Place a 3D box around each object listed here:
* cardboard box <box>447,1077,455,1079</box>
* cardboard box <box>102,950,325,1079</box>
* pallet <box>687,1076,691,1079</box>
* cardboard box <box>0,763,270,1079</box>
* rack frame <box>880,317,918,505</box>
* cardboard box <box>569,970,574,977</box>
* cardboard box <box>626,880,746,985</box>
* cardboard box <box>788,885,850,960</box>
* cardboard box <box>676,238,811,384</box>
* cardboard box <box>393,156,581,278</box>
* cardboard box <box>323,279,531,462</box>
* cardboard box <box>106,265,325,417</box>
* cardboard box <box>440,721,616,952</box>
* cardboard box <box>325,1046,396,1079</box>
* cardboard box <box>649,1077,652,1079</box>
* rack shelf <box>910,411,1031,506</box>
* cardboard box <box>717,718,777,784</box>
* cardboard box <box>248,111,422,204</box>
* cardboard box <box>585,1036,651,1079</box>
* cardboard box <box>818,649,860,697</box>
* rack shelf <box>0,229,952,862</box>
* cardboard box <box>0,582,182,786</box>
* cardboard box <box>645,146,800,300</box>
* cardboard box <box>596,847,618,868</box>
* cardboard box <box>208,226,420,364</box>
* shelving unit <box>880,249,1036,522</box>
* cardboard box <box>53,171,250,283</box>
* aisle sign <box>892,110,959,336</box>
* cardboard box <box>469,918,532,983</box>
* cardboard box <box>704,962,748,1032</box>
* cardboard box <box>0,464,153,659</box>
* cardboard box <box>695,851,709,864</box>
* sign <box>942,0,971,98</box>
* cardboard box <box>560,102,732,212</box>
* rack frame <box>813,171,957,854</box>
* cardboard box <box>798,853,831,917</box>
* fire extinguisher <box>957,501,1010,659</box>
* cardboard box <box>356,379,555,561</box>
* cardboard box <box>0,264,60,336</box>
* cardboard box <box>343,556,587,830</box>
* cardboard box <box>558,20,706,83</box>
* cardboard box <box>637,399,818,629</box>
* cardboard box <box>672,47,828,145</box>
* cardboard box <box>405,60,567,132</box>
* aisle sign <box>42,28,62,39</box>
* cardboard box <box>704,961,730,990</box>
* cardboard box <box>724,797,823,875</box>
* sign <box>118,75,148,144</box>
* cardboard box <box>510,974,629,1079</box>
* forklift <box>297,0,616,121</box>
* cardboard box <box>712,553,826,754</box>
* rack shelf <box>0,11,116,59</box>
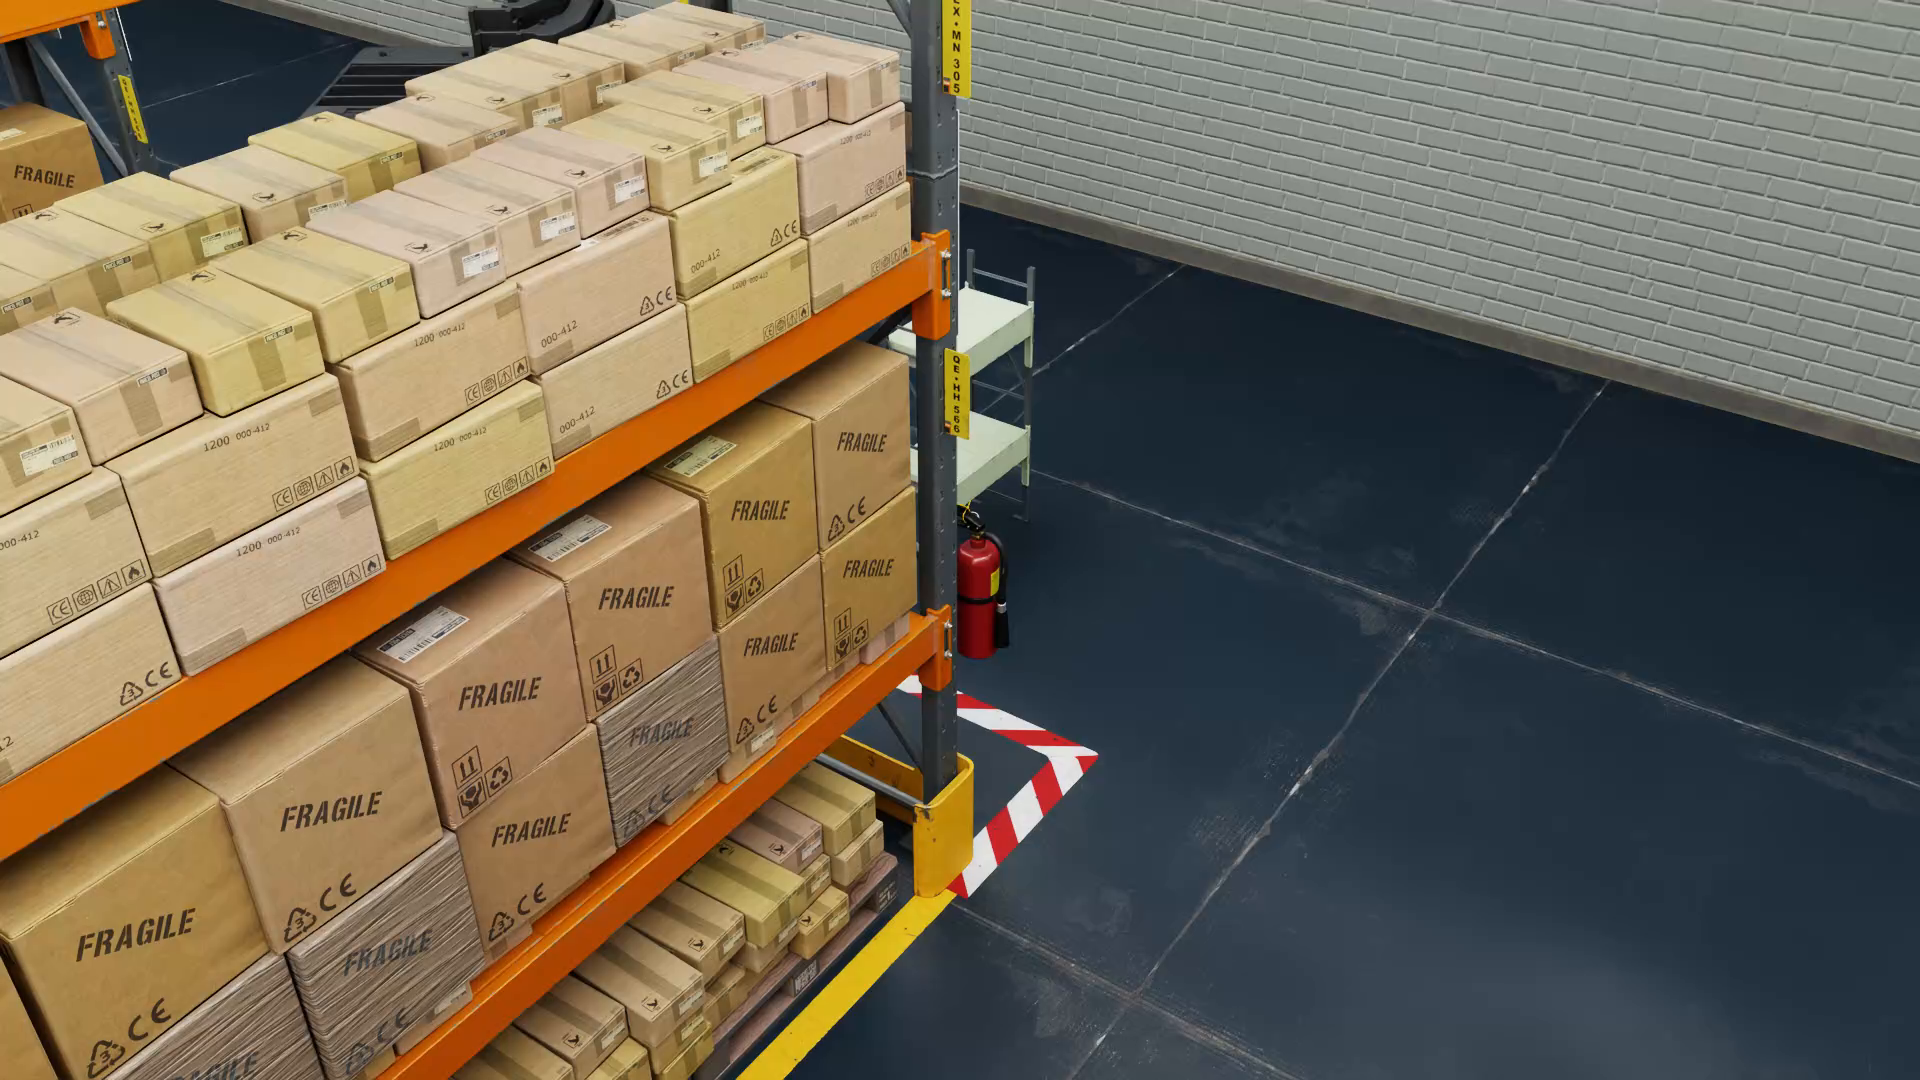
[{"bbox_3d":[-1.629,1.828,5.183,0.380,0.149,0.250,20,39,26],"label":"cardboard box"},{"bbox_3d":[-1.969,1.228,4.077,0.500,0.500,0.500,21,39,28],"label":"cardboard box"},{"bbox_3d":[-1.686,2.041,5.719,1.003,0.211,1.213,21,39,28],"label":"pallet"},{"bbox_3d":[-1.994,0.818,3.791,0.500,0.500,0.500,20,39,27],"label":"cardboard box"},{"bbox_3d":[-0.212,-0.450,8.252,0.400,1.500,0.023,21,39,28],"label":"rack frame"},{"bbox_3d":[-1.542,1.457,5.998,0.380,0.149,0.250,19,39,26],"label":"cardboard box"},{"bbox_3d":[-0.981,1.371,5.860,0.380,0.149,0.250,20,39,26],"label":"cardboard box"},{"bbox_3d":[-0.646,1.396,6.354,0.380,0.149,0.250,23,40,30],"label":"cardboard box"},{"bbox_3d":[-0.781,-0.720,4.769,0.500,0.250,0.500,21,39,28],"label":"cardboard box"},{"bbox_3d":[-1.159,-0.797,4.081,0.380,0.149,0.250,22,40,29],"label":"cardboard box"},{"bbox_3d":[-1.390,-0.466,3.947,0.500,0.250,0.500,19,39,26],"label":"cardboard box"},{"bbox_3d":[-1.581,-0.428,3.536,0.380,0.149,0.250,23,41,30],"label":"cardboard box"},{"bbox_3d":[-1.371,0.752,4.781,0.500,0.500,0.500,23,41,30],"label":"cardboard box"},{"bbox_3d":[-1.752,1.348,4.479,0.380,0.149,0.250,22,40,29],"label":"cardboard box"},{"bbox_3d":[-1.264,1.865,5.661,0.380,0.149,0.250,22,40,29],"label":"cardboard box"},{"bbox_3d":[-0.004,-0.348,8.684,0.431,0.370,0.720,21,39,28],"label":"rack shelf"},{"bbox_3d":[-0.838,0.621,5.553,0.380,0.149,0.250,22,40,29],"label":"cardboard box"},{"bbox_3d":[-1.629,-0.979,4.349,0.380,0.149,0.250,23,40,30],"label":"cardboard box"},{"bbox_3d":[-1.262,1.741,5.577,0.380,0.149,0.250,23,41,30],"label":"cardboard box"},{"bbox_3d":[-0.581,0.376,5.916,0.380,0.149,0.250,21,39,28],"label":"cardboard box"},{"bbox_3d":[-1.595,-0.095,4.352,1.077,0.370,4.000,21,39,28],"label":"rack shelf"},{"bbox_3d":[-1.976,0.228,3.368,0.500,0.250,0.500,21,39,27],"label":"cardboard box"},{"bbox_3d":[-0.798,-0.929,4.632,0.500,0.250,0.500,20,39,27],"label":"cardboard box"},{"bbox_3d":[-1.215,0.838,5.232,0.380,0.149,0.250,20,39,26],"label":"cardboard box"},{"bbox_3d":[-1.443,-0.553,3.720,0.380,0.149,0.250,20,39,27],"label":"cardboard box"},{"bbox_3d":[-0.004,-0.618,8.501,0.431,1.500,0.755,21,39,28],"label":"shelving unit"},{"bbox_3d":[-1.937,-0.740,3.997,0.380,0.149,0.250,21,39,27],"label":"cardboard box"},{"bbox_3d":[-0.166,-1.085,5.532,0.394,0.787,0.004,21,39,28],"label":"aisle sign"},{"bbox_3d":[-1.479,1.089,4.862,0.380,0.149,0.250,23,40,30],"label":"cardboard box"},{"bbox_3d":[-0.998,1.608,6.040,0.380,0.149,0.250,22,40,29],"label":"cardboard box"},{"bbox_3d":[-1.975,0.010,3.243,0.500,0.250,0.500,21,39,28],"label":"cardboard box"},{"bbox_3d":[-1.098,1.222,6.611,0.380,0.149,0.250,21,39,28],"label":"cardboard box"},{"bbox_3d":[-0.010,-1.493,4.988,0.100,0.325,0.005,21,39,28],"label":"sign"},{"bbox_3d":[-0.831,-1.020,4.410,0.380,0.149,0.250,22,40,29],"label":"cardboard box"},{"bbox_3d":[-0.454,-0.071,6.352,1.000,3.000,0.127,21,39,28],"label":"rack frame"},{"bbox_3d":[-0.714,1.250,6.304,0.380,0.149,0.250,20,39,27],"label":"cardboard box"},{"bbox_3d":[0.069,0.147,6.432,0.296,0.674,0.183,21,39,28],"label":"fire extinguisher"},{"bbox_3d":[-1.362,-0.245,4.067,0.500,0.250,0.500,23,40,30],"label":"cardboard box"},{"bbox_3d":[-2.193,-0.496,3.635,0.380,0.149,0.250,20,39,26],"label":"cardboard box"},{"bbox_3d":[-1.388,0.360,4.468,0.500,0.500,0.500,20,39,27],"label":"cardboard box"},{"bbox_3d":[-0.986,-1.435,5.024,0.380,0.149,0.250,23,40,30],"label":"cardboard box"},{"bbox_3d":[-0.800,-0.126,5.187,0.500,0.500,0.500,20,39,27],"label":"cardboard box"},{"bbox_3d":[-0.606,-1.287,4.806,0.380,0.149,0.250,22,40,29],"label":"cardboard box"},{"bbox_3d":[-1.340,-1.222,4.709,0.380,0.149,0.250,22,40,29],"label":"cardboard box"},{"bbox_3d":[-4.677,-2.907,8.226,0.394,0.787,0.004,21,39,28],"label":"aisle sign"},{"bbox_3d":[-1.053,1.478,5.967,0.380,0.149,0.250,21,39,28],"label":"cardboard box"},{"bbox_3d":[-0.738,1.112,6.243,0.380,0.149,0.250,22,40,29],"label":"cardboard box"},{"bbox_3d":[-4.033,-2.099,8.107,0.100,0.325,0.005,21,39,28],"label":"sign"},{"bbox_3d":[-1.330,1.598,5.524,0.380,0.149,0.250,20,39,27],"label":"cardboard box"},{"bbox_3d":[-2.397,-1.206,8.093,3.031,2.935,1.130,0,34,-1],"label":"forklift"},{"bbox_3d":[-0.797,0.289,5.466,0.500,0.500,0.500,21,39,27],"label":"cardboard box"},{"bbox_3d":[-5.612,-1.725,6.764,1.077,0.370,4.000,21,39,28],"label":"rack shelf"}]
